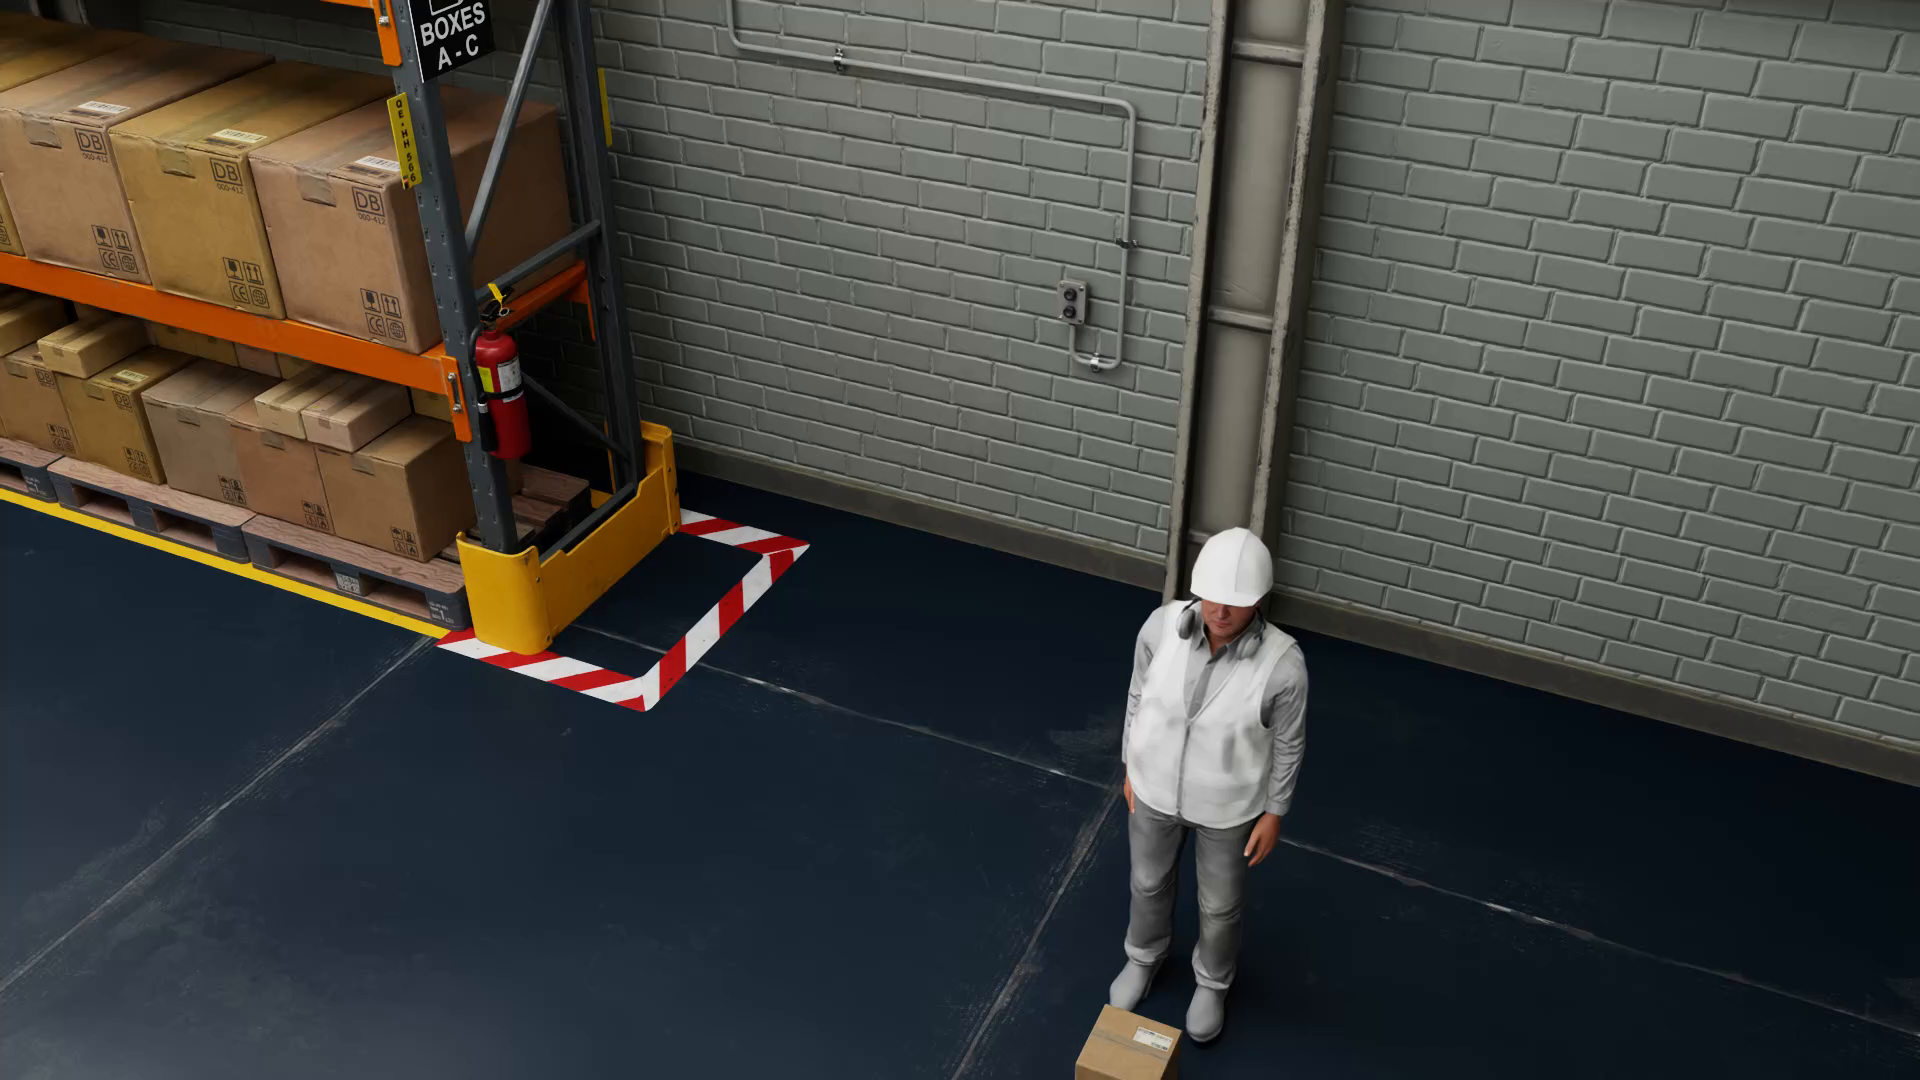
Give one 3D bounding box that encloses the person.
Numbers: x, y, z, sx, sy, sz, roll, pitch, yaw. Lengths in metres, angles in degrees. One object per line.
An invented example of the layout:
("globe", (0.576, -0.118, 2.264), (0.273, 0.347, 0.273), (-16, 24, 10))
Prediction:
("person", (0.729, 0.758, 4.979), (0.543, 1.796, 0.370), (15, 36, 22))
